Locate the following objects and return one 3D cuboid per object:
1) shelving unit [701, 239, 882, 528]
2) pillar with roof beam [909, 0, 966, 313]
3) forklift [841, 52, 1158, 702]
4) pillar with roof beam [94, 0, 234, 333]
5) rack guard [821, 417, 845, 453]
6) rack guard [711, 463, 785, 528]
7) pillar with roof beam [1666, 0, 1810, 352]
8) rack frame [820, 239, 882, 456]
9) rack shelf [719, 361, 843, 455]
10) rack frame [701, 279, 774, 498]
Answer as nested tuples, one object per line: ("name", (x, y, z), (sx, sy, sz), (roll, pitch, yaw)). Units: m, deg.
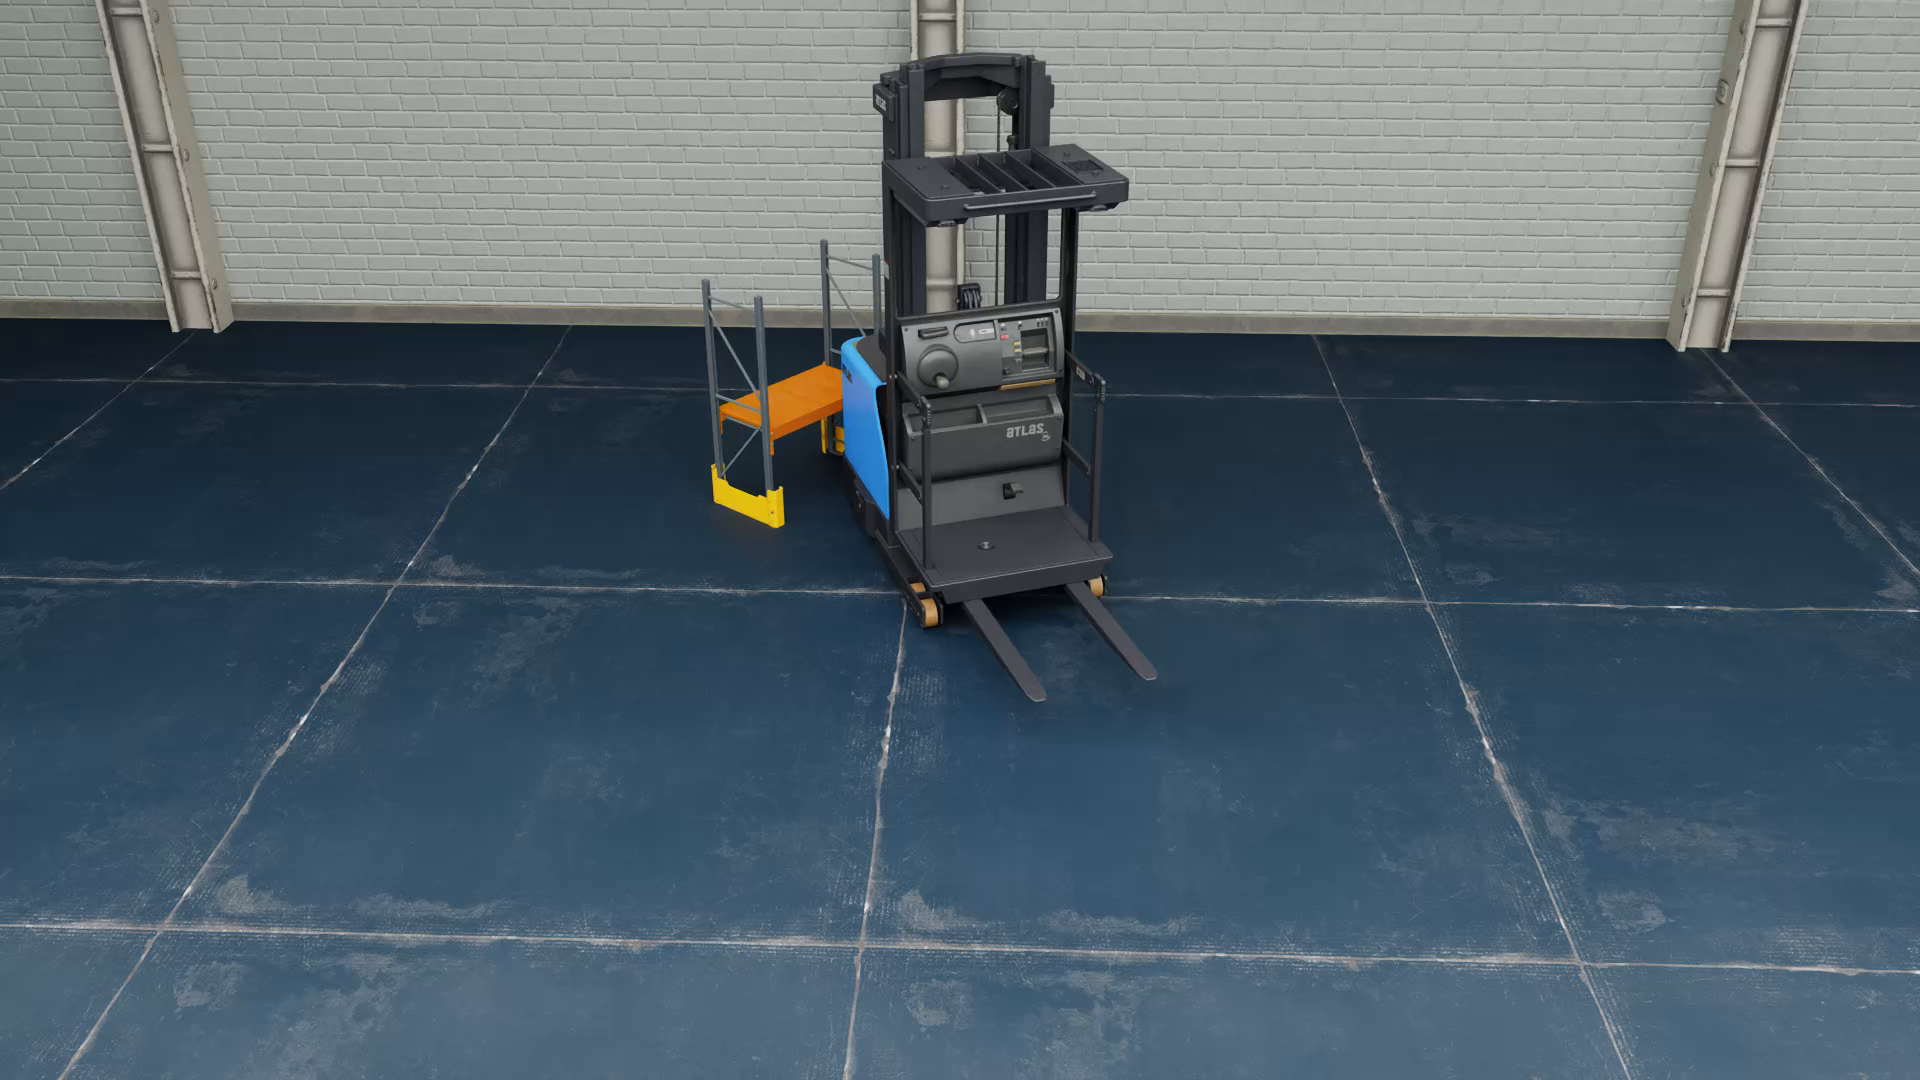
("shelving unit", (-1.022, -1.018, 10.568), (0.587, 1.500, 1.083), (22, 35, 35))
("pillar with roof beam", (-0.315, -3.610, 7.451), (0.400, 9.000, 9.100), (1, 28, 2))
("forklift", (0.202, -1.016, 9.038), (1.130, 2.935, 3.031), (-9, 29, -17))
("pillar with roof beam", (-6.311, -3.709, 7.638), (0.400, 9.000, 9.100), (1, 28, 2))
("rack guard", (-0.701, -0.644, 11.197), (0.587, 0.250, 0.087), (22, 35, 35))
("rack guard", (-1.344, -0.287, 10.525), (0.587, 0.250, 0.087), (22, 35, 35))
("pillar with roof beam", (5.682, -3.510, 7.264), (0.400, 9.000, 9.100), (1, 28, 2))
("rack frame", (-0.700, -1.196, 10.905), (0.500, 1.500, 0.032), (22, 35, 35))
("rack shelf", (-1.028, -0.856, 10.647), (0.538, 0.185, 1.000), (22, 35, 35))
("rack frame", (-1.356, -0.833, 10.219), (0.500, 1.500, 0.032), (22, 35, 35))
